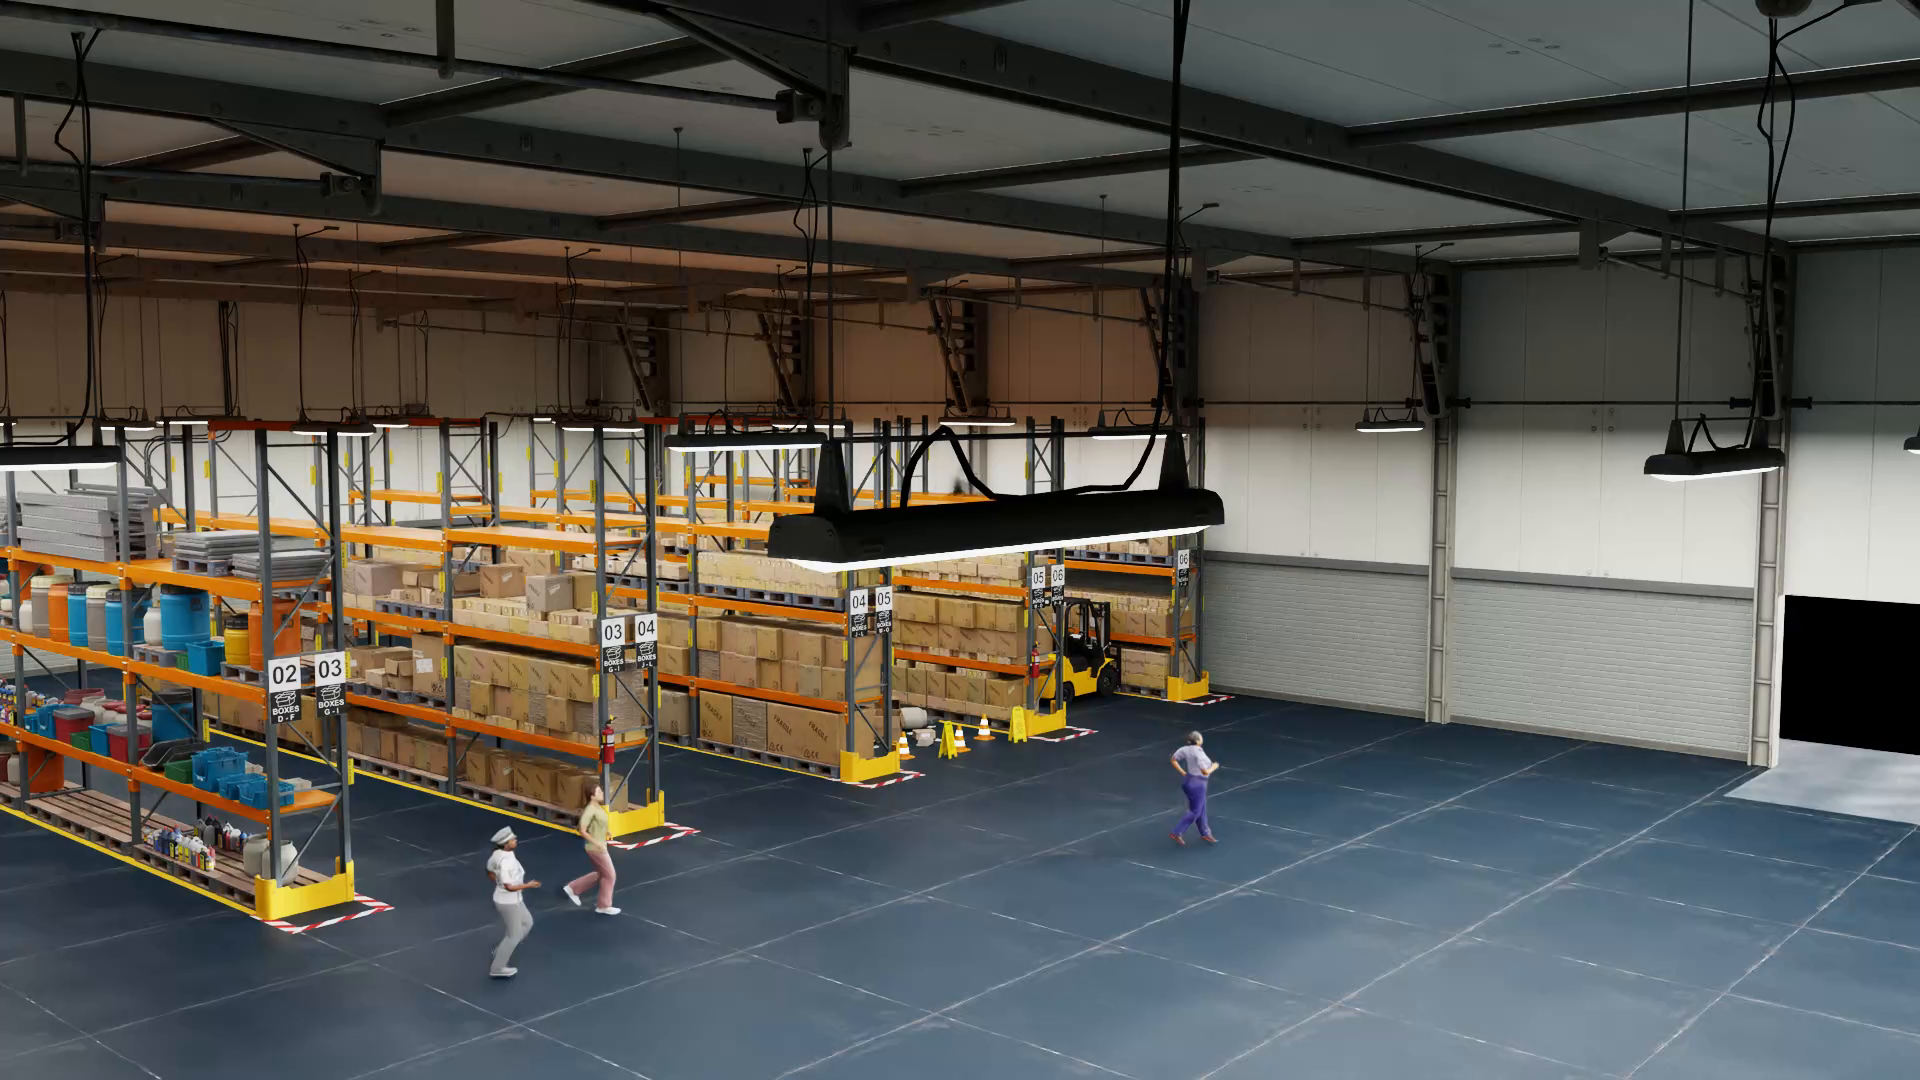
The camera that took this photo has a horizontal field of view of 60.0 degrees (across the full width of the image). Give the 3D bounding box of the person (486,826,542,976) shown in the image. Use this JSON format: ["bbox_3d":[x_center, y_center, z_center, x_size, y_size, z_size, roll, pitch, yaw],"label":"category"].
[{"bbox_3d":[-4.912,3.971,18.339,0.572,1.651,0.563,-2,5,-22],"label":"person"}]

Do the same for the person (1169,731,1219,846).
[{"bbox_3d":[3.332,3.532,23.587,0.874,1.672,0.598,-2,5,-21],"label":"person"}]

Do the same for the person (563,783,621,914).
[{"bbox_3d":[-4.555,3.819,20.534,0.687,1.644,0.575,-1,5,-9],"label":"person"}]

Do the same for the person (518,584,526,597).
[{"bbox_3d":[-11.409,1.907,43.254,0.898,1.667,0.769,-4,6,-39],"label":"person"}]
